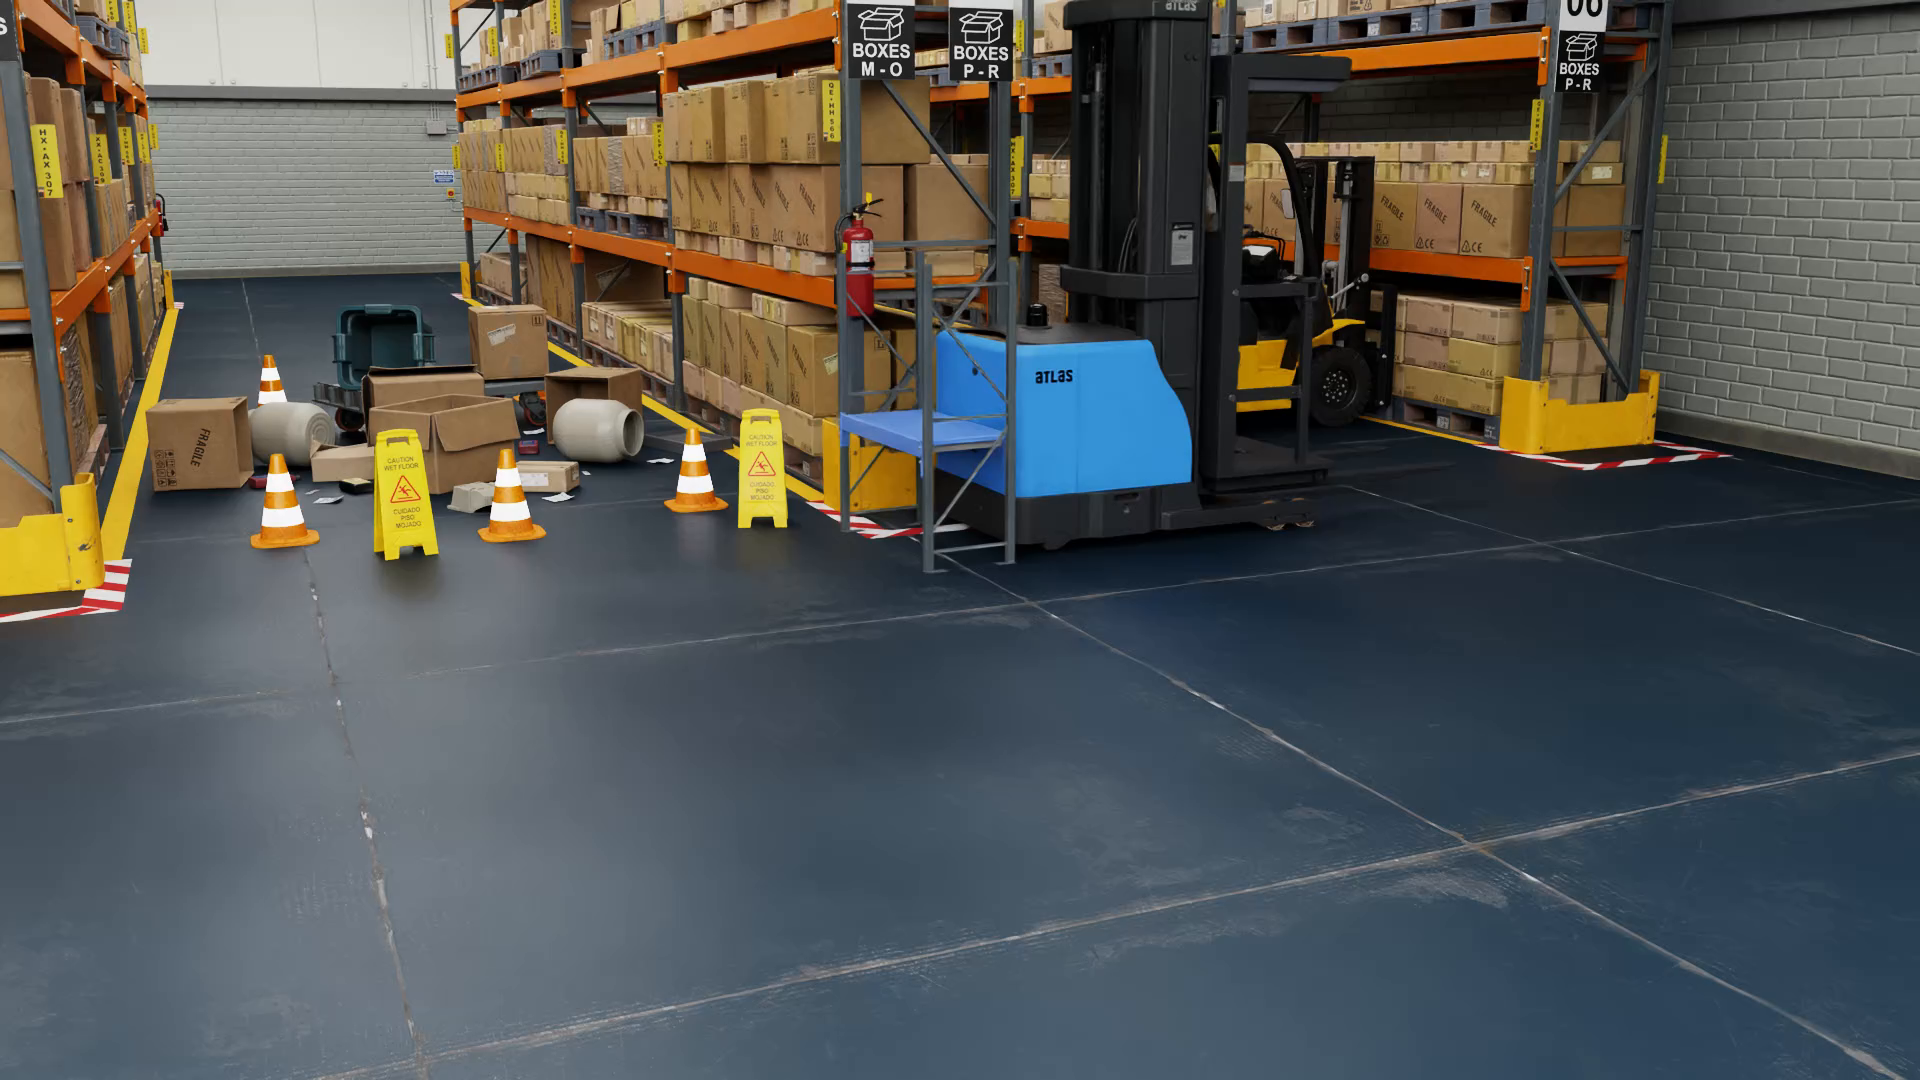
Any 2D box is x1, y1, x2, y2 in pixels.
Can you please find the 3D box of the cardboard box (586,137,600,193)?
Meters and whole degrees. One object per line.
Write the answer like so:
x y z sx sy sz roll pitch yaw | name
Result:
-3.211 -3.520 15.612 0.500 0.500 0.500 -5 14 -20 | cardboard box

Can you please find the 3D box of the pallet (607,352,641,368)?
-2.598 -1.571 15.188 1.003 0.211 1.213 -6 14 -23 | pallet

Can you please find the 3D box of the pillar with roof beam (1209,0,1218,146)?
-1.444 -6.137 15.431 9.100 9.000 0.400 -6 14 -23 | pillar with roof beam

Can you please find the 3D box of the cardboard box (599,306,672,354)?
-2.874 -1.997 15.744 0.950 0.372 0.625 -6 14 -24 | cardboard box

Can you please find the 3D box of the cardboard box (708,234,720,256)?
-1.609 -2.146 12.045 0.380 0.149 0.250 -5 14 -21 | cardboard box

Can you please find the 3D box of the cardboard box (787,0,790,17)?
-0.834 -3.242 10.129 0.380 0.149 0.250 -6 14 -23 | cardboard box

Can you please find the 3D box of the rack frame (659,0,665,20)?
-1.792 -5.439 12.412 1.000 3.000 0.127 -6 14 -23 | rack frame

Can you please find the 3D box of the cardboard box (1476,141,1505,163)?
3.893 -2.751 11.786 0.380 0.149 0.250 -6 14 -23 | cardboard box

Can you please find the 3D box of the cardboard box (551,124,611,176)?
-3.841 -3.961 16.895 0.500 0.500 0.500 -6 14 -24 | cardboard box

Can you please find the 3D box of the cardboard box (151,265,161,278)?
-10.177 -3.337 20.709 0.380 0.149 0.250 -5 14 -21 | cardboard box

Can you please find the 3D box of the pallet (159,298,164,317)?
-10.770 -2.982 21.286 1.003 0.211 1.213 -6 14 -23 | pallet

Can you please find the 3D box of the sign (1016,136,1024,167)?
0.659 -4.266 18.258 0.100 0.325 0.005 -6 14 -23 | sign

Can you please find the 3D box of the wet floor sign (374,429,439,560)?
-2.859 -0.247 8.508 0.267 0.644 0.232 -9 16 -33 | wet floor sign

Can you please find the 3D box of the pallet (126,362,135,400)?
-7.642 -1.346 14.218 1.003 0.211 1.213 -6 14 -23 | pallet

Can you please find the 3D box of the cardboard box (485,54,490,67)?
-5.651 -5.919 20.542 0.380 0.149 0.250 -5 14 -22 | cardboard box

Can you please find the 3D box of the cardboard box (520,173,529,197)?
-4.666 -4.011 18.772 0.500 0.250 0.500 -5 14 -22 | cardboard box

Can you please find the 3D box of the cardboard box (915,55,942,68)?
-0.409 -5.952 20.688 0.380 0.149 0.250 -5 14 -22 | cardboard box

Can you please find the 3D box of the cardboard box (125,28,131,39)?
-9.869 -5.885 19.331 0.380 0.149 0.250 -5 14 -20 | cardboard box

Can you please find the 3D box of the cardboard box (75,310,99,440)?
-6.099 -1.081 10.670 0.875 0.875 0.875 -5 14 -22 | cardboard box

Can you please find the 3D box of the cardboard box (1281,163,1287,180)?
2.907 -3.078 13.856 0.380 0.149 0.250 -5 14 -22 | cardboard box

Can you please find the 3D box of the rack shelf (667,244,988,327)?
-0.991 -1.752 11.384 1.077 0.370 4.000 -6 14 -23 | rack shelf

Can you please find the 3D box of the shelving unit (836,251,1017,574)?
-0.186 -0.693 8.538 0.538 1.500 1.048 -7 15 -27 | shelving unit

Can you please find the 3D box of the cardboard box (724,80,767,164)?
-1.089 -2.657 10.601 0.700 0.500 0.500 -6 14 -24 | cardboard box

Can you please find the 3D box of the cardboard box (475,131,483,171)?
-6.040 -5.091 21.777 0.500 0.500 0.500 -6 14 -23 | cardboard box

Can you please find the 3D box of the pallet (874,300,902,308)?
-0.724 -3.401 23.098 1.003 0.211 1.213 -6 14 -23 | pallet

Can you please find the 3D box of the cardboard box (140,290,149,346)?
-8.143 -2.134 16.050 0.500 0.500 0.500 -5 14 -22 | cardboard box

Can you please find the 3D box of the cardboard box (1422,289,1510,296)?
3.944 -1.814 13.006 0.500 0.250 0.500 -6 14 -23 | cardboard box

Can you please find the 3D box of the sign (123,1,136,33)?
-8.984 -5.657 17.987 0.100 0.325 0.005 -6 14 -23 | sign

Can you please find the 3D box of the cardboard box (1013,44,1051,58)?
0.790 -5.426 18.456 0.380 0.149 0.250 -5 14 -22 | cardboard box

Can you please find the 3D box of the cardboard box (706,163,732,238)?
-1.459 -2.387 11.650 0.500 0.500 0.500 -6 14 -23 | cardboard box

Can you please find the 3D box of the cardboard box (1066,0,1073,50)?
1.513 -5.288 17.038 0.700 0.500 0.500 -6 14 -24 | cardboard box

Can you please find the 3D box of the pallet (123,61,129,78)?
-9.342 -4.934 17.298 1.213 0.211 1.003 -6 14 -23 | pallet

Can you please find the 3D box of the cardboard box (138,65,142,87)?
-10.041 -5.529 19.787 0.500 0.250 0.500 -5 14 -20 | cardboard box

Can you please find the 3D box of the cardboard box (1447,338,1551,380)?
3.876 -1.320 11.977 0.500 0.250 0.500 -6 14 -24 | cardboard box

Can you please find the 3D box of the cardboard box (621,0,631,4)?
-2.570 -4.670 14.033 0.500 0.250 0.500 -5 14 -22 | cardboard box

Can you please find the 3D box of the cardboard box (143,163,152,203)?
-9.833 -4.228 19.606 0.500 0.500 0.500 -6 14 -24 | cardboard box

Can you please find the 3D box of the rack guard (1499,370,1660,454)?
4.367 -0.916 11.719 1.175 0.500 0.348 -6 14 -23 | rack guard

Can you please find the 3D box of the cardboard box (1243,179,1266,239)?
2.693 -2.899 14.520 0.500 0.500 0.500 -6 14 -25 | cardboard box

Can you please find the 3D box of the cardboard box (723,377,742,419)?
-1.364 -1.016 11.774 0.500 0.250 0.500 -6 14 -24 | cardboard box

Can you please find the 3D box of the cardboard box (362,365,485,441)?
-3.595 -0.866 11.195 0.797 0.637 0.503 -6 14 -23 | cardboard box

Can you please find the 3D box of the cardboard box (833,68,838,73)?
-1.480 -6.546 23.523 0.500 0.250 0.500 -6 14 -24 | cardboard box

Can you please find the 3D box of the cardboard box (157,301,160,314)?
-9.450 -2.676 19.170 0.380 0.149 0.250 -5 14 -21 | cardboard box

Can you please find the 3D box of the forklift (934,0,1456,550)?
1.416 -1.578 9.190 3.031 2.935 1.130 -6 14 -25 | forklift

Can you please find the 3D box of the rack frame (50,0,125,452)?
-6.287 -2.048 11.066 1.000 3.000 0.127 -6 14 -23 | rack frame

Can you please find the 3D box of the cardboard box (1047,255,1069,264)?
1.229 -3.230 19.348 0.380 0.149 0.250 -5 14 -20 | cardboard box

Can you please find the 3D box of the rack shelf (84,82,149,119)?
-10.293 -5.225 19.736 1.077 0.370 4.000 -6 14 -23 | rack shelf

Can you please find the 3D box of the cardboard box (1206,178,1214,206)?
2.324 -3.214 15.328 0.500 0.250 0.500 -6 14 -24 | cardboard box

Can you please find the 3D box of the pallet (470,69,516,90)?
-5.799 -6.009 21.723 1.003 0.211 1.213 -6 14 -23 | pallet

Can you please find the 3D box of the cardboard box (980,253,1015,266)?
0.456 -3.344 19.840 0.380 0.149 0.250 -5 14 -21 | cardboard box

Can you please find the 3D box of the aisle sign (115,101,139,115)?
-10.848 -5.836 21.668 0.394 0.787 0.004 -6 14 -23 | aisle sign

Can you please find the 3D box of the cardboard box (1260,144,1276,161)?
2.814 -3.338 14.319 0.380 0.149 0.250 -5 14 -22 | cardboard box

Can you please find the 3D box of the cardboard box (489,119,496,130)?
-5.760 -5.271 21.116 0.380 0.149 0.250 -6 14 -23 | cardboard box

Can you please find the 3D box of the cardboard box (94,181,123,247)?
-6.855 -2.542 12.981 0.500 0.500 0.500 -5 14 -22 | cardboard box

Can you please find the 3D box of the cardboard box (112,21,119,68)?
-8.081 -4.629 15.345 0.500 0.500 0.500 -6 14 -23 | cardboard box
